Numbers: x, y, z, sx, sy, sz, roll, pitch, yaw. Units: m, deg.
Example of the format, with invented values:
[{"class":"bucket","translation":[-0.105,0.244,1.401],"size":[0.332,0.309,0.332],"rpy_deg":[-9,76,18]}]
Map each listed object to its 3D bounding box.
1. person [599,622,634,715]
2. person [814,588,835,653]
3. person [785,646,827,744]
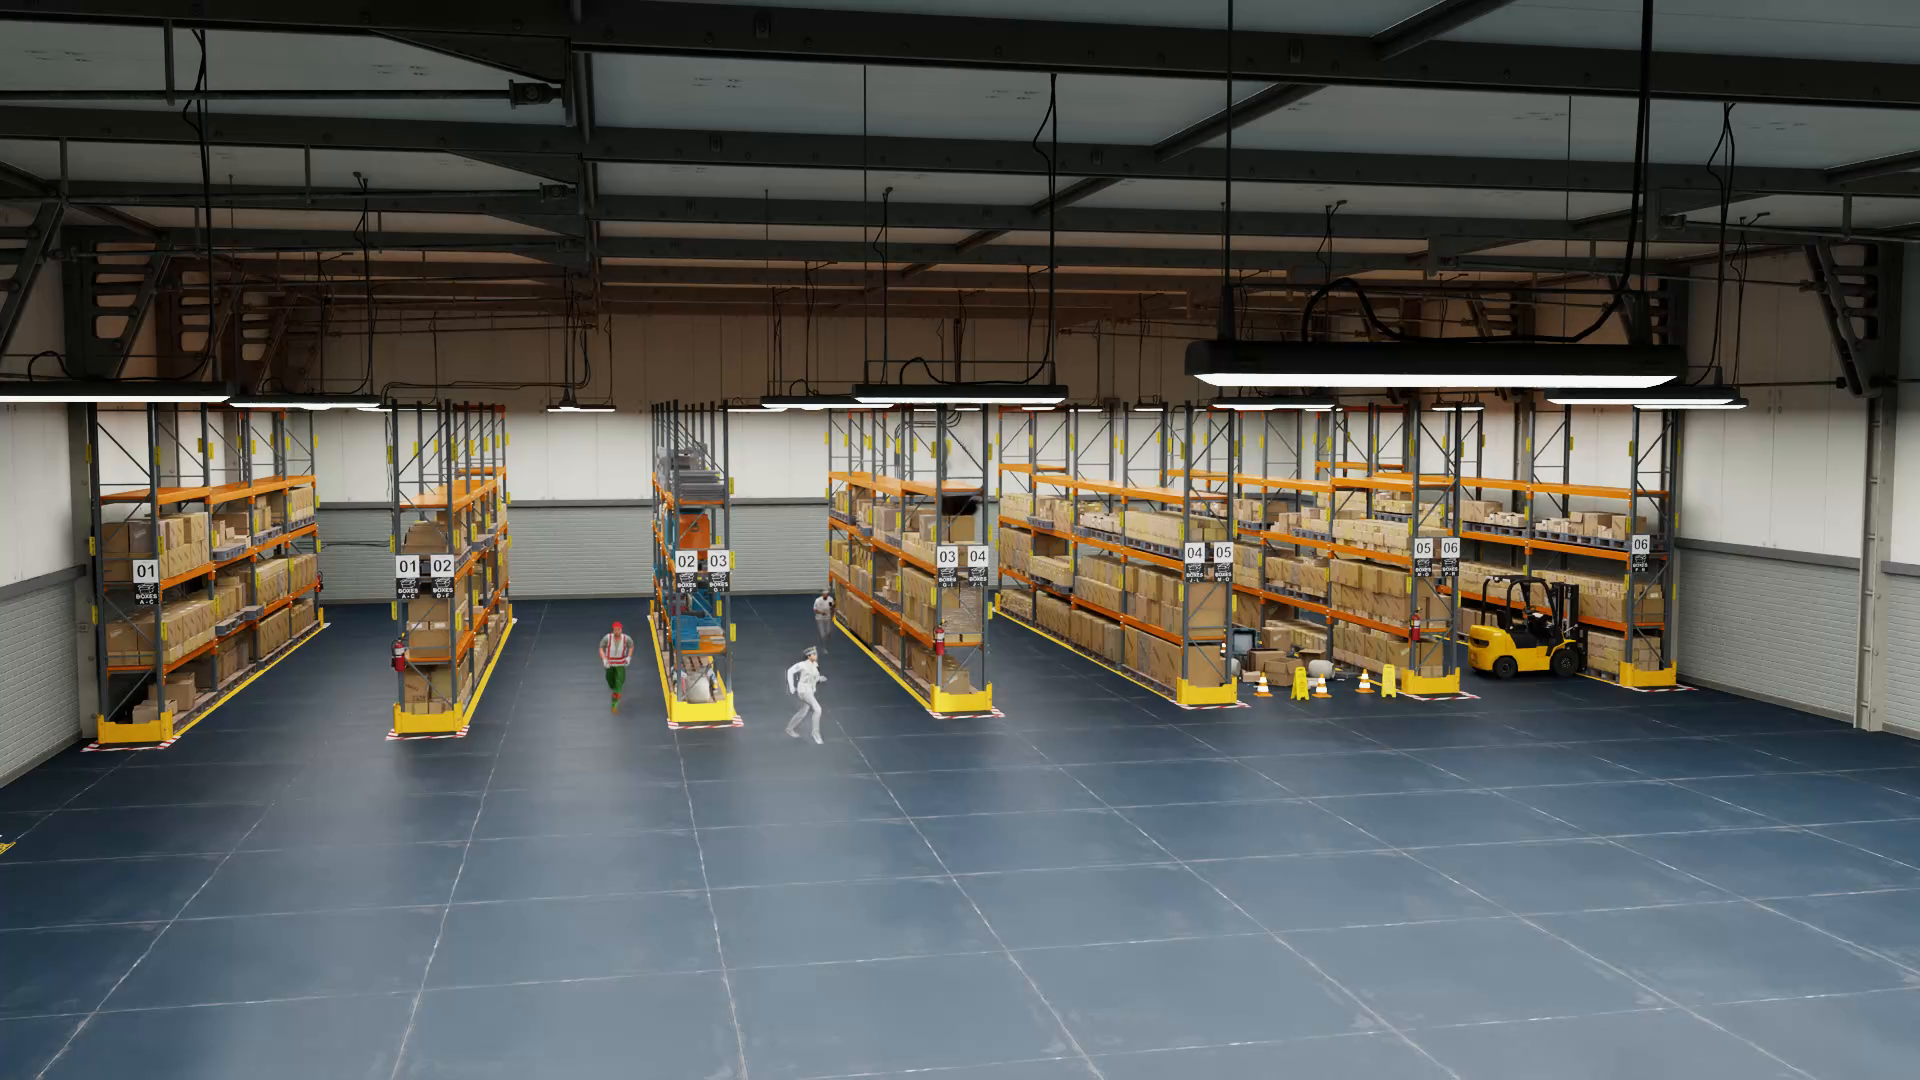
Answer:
[{"class":"person","translation":[-6.645,2.438,32.207],"size":[0.660,1.771,1.026],"rpy_deg":[-1,4,-7]},{"class":"person","translation":[-3.238,1.928,39.876],"size":[0.562,1.614,0.677],"rpy_deg":[-1,4,-15]},{"class":"person","translation":[-2.710,2.700,29.055],"size":[0.827,1.725,0.636],"rpy_deg":[2,5,26]}]
